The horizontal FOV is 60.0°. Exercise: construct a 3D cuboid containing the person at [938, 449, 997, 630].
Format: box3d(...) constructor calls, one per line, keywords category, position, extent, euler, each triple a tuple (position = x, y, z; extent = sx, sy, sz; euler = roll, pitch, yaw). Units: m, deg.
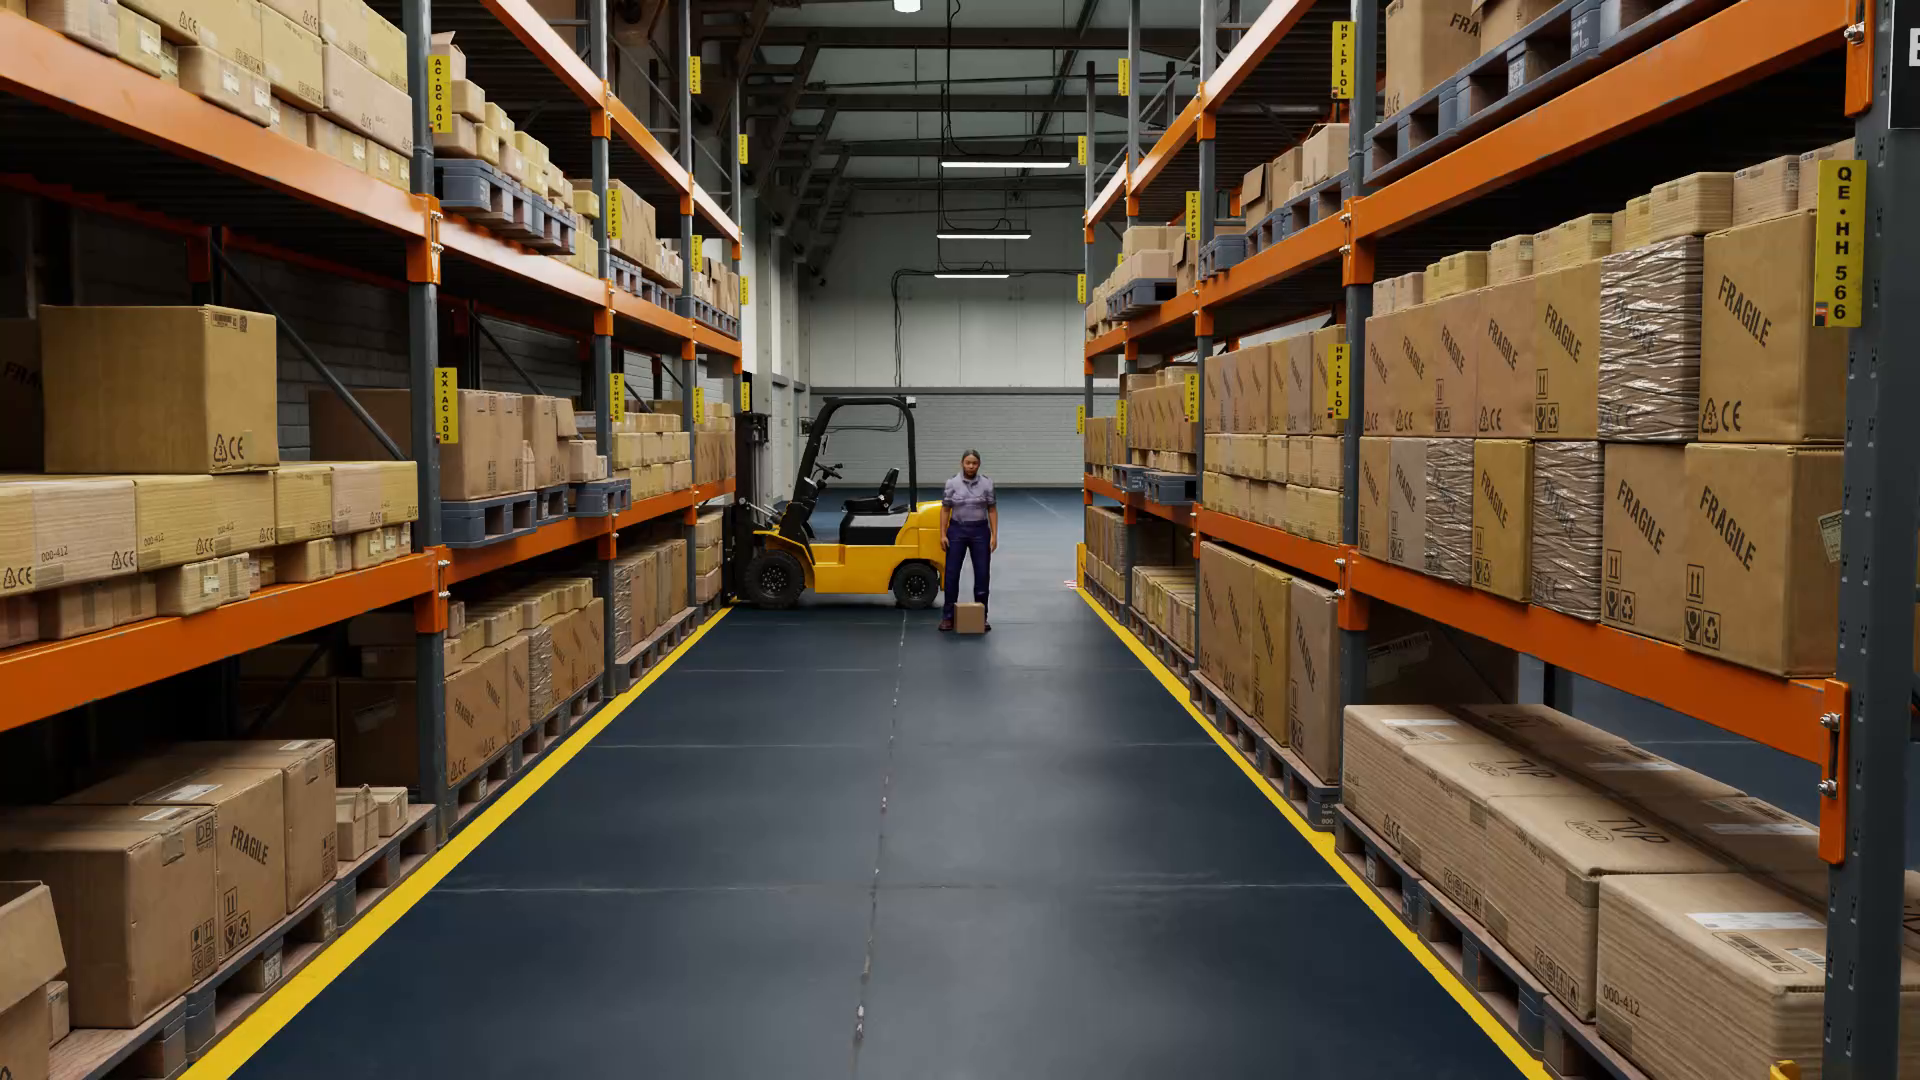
box3d(category="person", position=(0.071, -0.010, 15.207), extent=(0.546, 1.651, 0.367), euler=(0, 4, -2))
